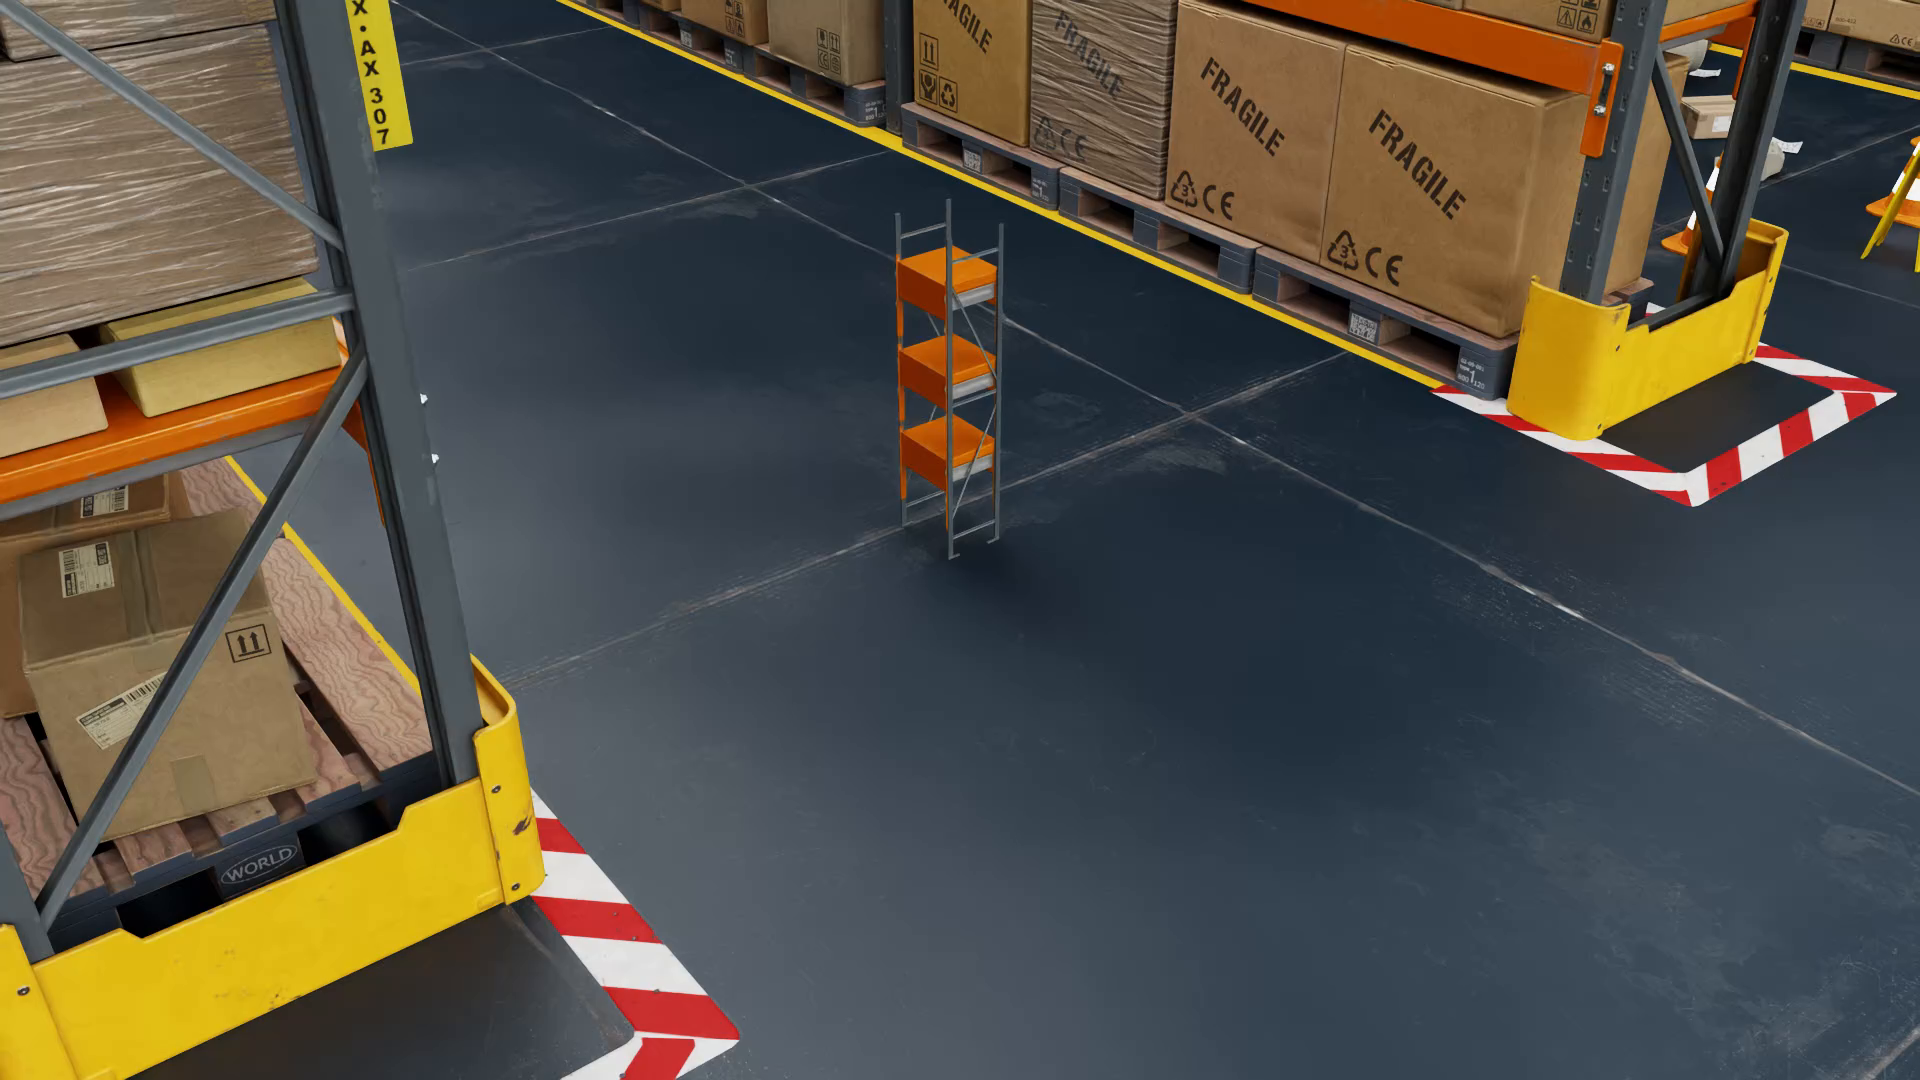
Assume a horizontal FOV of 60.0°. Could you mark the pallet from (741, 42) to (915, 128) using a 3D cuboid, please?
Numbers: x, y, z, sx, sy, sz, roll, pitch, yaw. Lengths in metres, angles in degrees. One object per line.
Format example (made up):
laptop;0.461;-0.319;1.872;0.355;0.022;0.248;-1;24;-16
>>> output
pallet;-0.487;-2.656;9.327;1.003;0.211;1.213;-22;38;-31

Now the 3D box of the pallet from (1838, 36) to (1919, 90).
pallet;5.830;-2.717;9.425;1.003;0.211;1.213;-22;38;-31

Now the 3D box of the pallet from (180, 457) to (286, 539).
pallet;-2.742;-0.019;5.081;1.003;0.211;1.213;-22;38;-31

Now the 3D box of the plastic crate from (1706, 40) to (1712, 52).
plastic crate;4.209;-3.027;10.049;0.583;0.080;0.402;18;36;27

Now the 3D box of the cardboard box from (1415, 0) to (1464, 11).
cardboard box;1.881;-2.302;5.972;0.875;0.550;0.550;-22;38;-31

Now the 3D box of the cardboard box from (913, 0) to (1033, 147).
cardboard box;0.377;-2.535;8.104;0.875;0.875;0.875;-22;38;-31

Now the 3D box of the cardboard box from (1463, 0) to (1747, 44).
cardboard box;2.236;-2.080;5.614;0.875;0.550;0.550;-22;38;-31

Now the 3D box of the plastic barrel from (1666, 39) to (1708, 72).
plastic barrel;3.885;-2.797;9.352;0.512;0.421;0.421;1;32;2

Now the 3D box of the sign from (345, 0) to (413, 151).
sign;-1.052;-0.857;2.967;0.100;0.325;0.005;-22;38;-31

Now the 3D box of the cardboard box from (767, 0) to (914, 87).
cardboard box;-0.406;-2.996;8.965;1.050;0.750;0.750;-22;38;-32

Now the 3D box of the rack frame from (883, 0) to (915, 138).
rack frame;0.046;-3.544;8.113;1.000;3.000;0.127;-22;38;-31

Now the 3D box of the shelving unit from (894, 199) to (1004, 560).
shelving unit;-0.033;-0.468;5.009;0.215;1.050;0.252;-22;38;-31

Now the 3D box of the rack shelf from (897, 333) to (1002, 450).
rack shelf;-0.033;-0.459;5.014;0.215;0.259;0.240;-22;38;-31

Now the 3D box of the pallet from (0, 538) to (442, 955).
pallet;-1.998;0.489;4.263;1.003;0.211;1.213;-22;38;-31

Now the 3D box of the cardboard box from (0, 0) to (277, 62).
cardboard box;-1.603;-1.225;3.055;0.500;0.500;0.500;-22;38;-31

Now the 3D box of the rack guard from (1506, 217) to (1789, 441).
rack guard;2.514;-0.805;6.072;1.175;0.500;0.348;-22;38;-31

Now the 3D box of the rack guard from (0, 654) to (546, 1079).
rack guard;-1.528;0.716;3.623;1.175;0.500;0.348;-22;38;-31

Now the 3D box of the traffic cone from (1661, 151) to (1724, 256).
traffic cone;3.295;-1.480;7.194;0.336;0.463;0.334;-22;38;-31

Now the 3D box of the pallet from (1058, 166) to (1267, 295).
pallet;1.203;-1.508;7.478;1.003;0.211;1.213;-22;38;-31

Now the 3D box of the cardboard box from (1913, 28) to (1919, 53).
cardboard box;5.624;-2.790;9.108;0.500;0.250;0.500;-22;38;-32

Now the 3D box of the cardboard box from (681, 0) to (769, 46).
cardboard box;-0.994;-3.399;9.614;1.050;0.750;0.750;-22;38;-31

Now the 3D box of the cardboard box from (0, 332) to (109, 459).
cardboard box;-1.819;-0.259;3.062;0.380;0.149;0.250;-22;38;-31

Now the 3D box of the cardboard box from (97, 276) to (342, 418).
cardboard box;-1.467;-0.403;3.294;0.380;0.149;0.250;-22;38;-31

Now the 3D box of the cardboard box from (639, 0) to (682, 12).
cardboard box;-1.566;-3.787;10.239;1.050;0.750;0.750;-22;38;-31

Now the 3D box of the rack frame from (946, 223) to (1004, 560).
rack frame;0.042;-0.417;4.927;0.200;1.050;0.008;-22;38;-31

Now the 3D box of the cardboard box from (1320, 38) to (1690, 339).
cardboard box;2.031;-1.414;6.299;0.875;0.875;0.875;-22;38;-31

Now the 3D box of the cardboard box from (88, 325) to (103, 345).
cardboard box;-1.606;-0.514;3.472;0.380;0.149;0.250;-22;38;-31

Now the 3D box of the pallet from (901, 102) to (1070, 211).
pallet;0.451;-2.017;8.297;1.003;0.211;1.213;-22;38;-31

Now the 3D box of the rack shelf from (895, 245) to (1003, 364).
rack shelf;-0.033;-0.700;4.865;0.215;0.259;0.240;-22;38;-31

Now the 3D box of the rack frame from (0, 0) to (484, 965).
rack frame;-1.481;-0.314;2.912;1.000;3.000;0.127;-22;38;-31

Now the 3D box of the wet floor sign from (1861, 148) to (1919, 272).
wet floor sign;4.081;-1.505;7.062;0.232;0.644;0.267;26;40;35

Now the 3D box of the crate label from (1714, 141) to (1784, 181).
crate label;3.865;-1.873;8.135;0.298;0.136;0.250;12;34;19

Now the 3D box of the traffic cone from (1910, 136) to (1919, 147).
traffic cone;5.064;-2.204;8.361;0.336;0.463;0.334;-22;38;-31

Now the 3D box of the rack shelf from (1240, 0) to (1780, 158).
rack shelf;1.273;-2.405;6.960;1.077;0.370;4.000;-22;38;-31

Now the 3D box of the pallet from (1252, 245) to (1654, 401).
pallet;1.947;-1.000;6.660;1.003;0.211;1.213;-22;38;-31

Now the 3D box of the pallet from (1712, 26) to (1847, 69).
pallet;5.086;-3.225;10.243;1.003;0.211;1.213;-22;38;-31

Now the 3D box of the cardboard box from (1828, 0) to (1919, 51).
cardboard box;5.328;-2.999;9.443;0.500;0.250;0.500;-22;38;-31

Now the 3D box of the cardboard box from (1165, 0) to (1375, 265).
cardboard box;1.490;-1.780;6.888;0.875;0.875;0.875;-23;39;-32

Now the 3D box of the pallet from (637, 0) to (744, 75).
pallet;-1.239;-3.165;10.146;1.003;0.211;1.213;-22;38;-31

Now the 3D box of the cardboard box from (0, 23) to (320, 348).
cardboard box;-1.797;-0.721;3.191;0.875;0.500;0.500;-22;38;-31

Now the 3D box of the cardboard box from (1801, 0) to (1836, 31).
cardboard box;5.002;-3.215;9.792;0.500;0.250;0.500;-24;39;-33

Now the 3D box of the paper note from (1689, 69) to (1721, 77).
paper note;4.279;-2.688;9.549;0.148;0.019;0.142;18;36;27

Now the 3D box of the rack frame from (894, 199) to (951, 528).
rack frame;-0.108;-0.519;5.091;0.200;1.050;0.008;-22;38;-31

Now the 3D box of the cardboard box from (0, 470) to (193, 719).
cardboard box;-2.244;0.066;4.272;0.500;0.500;0.500;-12;34;-19

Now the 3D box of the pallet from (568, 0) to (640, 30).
pallet;-1.983;-3.673;10.964;1.003;0.211;1.213;-22;38;-31

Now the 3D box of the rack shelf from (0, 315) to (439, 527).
rack shelf;-2.707;-0.842;4.444;1.077;0.370;4.000;-22;38;-31

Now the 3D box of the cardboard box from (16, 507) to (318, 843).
cardboard box;-1.851;0.304;3.889;0.500;0.500;0.500;-15;35;-23

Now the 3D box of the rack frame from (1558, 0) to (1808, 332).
rack frame;2.499;-1.877;5.428;1.000;3.000;0.127;-22;38;-31

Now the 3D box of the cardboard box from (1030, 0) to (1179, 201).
cardboard box;0.932;-2.160;7.501;0.875;0.875;0.875;-22;38;-31

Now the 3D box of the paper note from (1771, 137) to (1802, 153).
paper note;4.195;-2.009;8.456;0.142;0.019;0.148;18;36;27

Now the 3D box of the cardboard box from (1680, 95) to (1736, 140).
cardboard box;3.948;-2.202;8.654;0.380;0.149;0.250;-4;32;-7

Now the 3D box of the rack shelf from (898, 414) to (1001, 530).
rack shelf;-0.033;-0.223;5.161;0.215;0.259;0.240;-22;38;-31

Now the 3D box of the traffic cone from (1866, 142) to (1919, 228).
traffic cone;4.396;-1.704;7.554;0.336;0.463;0.334;-22;38;-31
